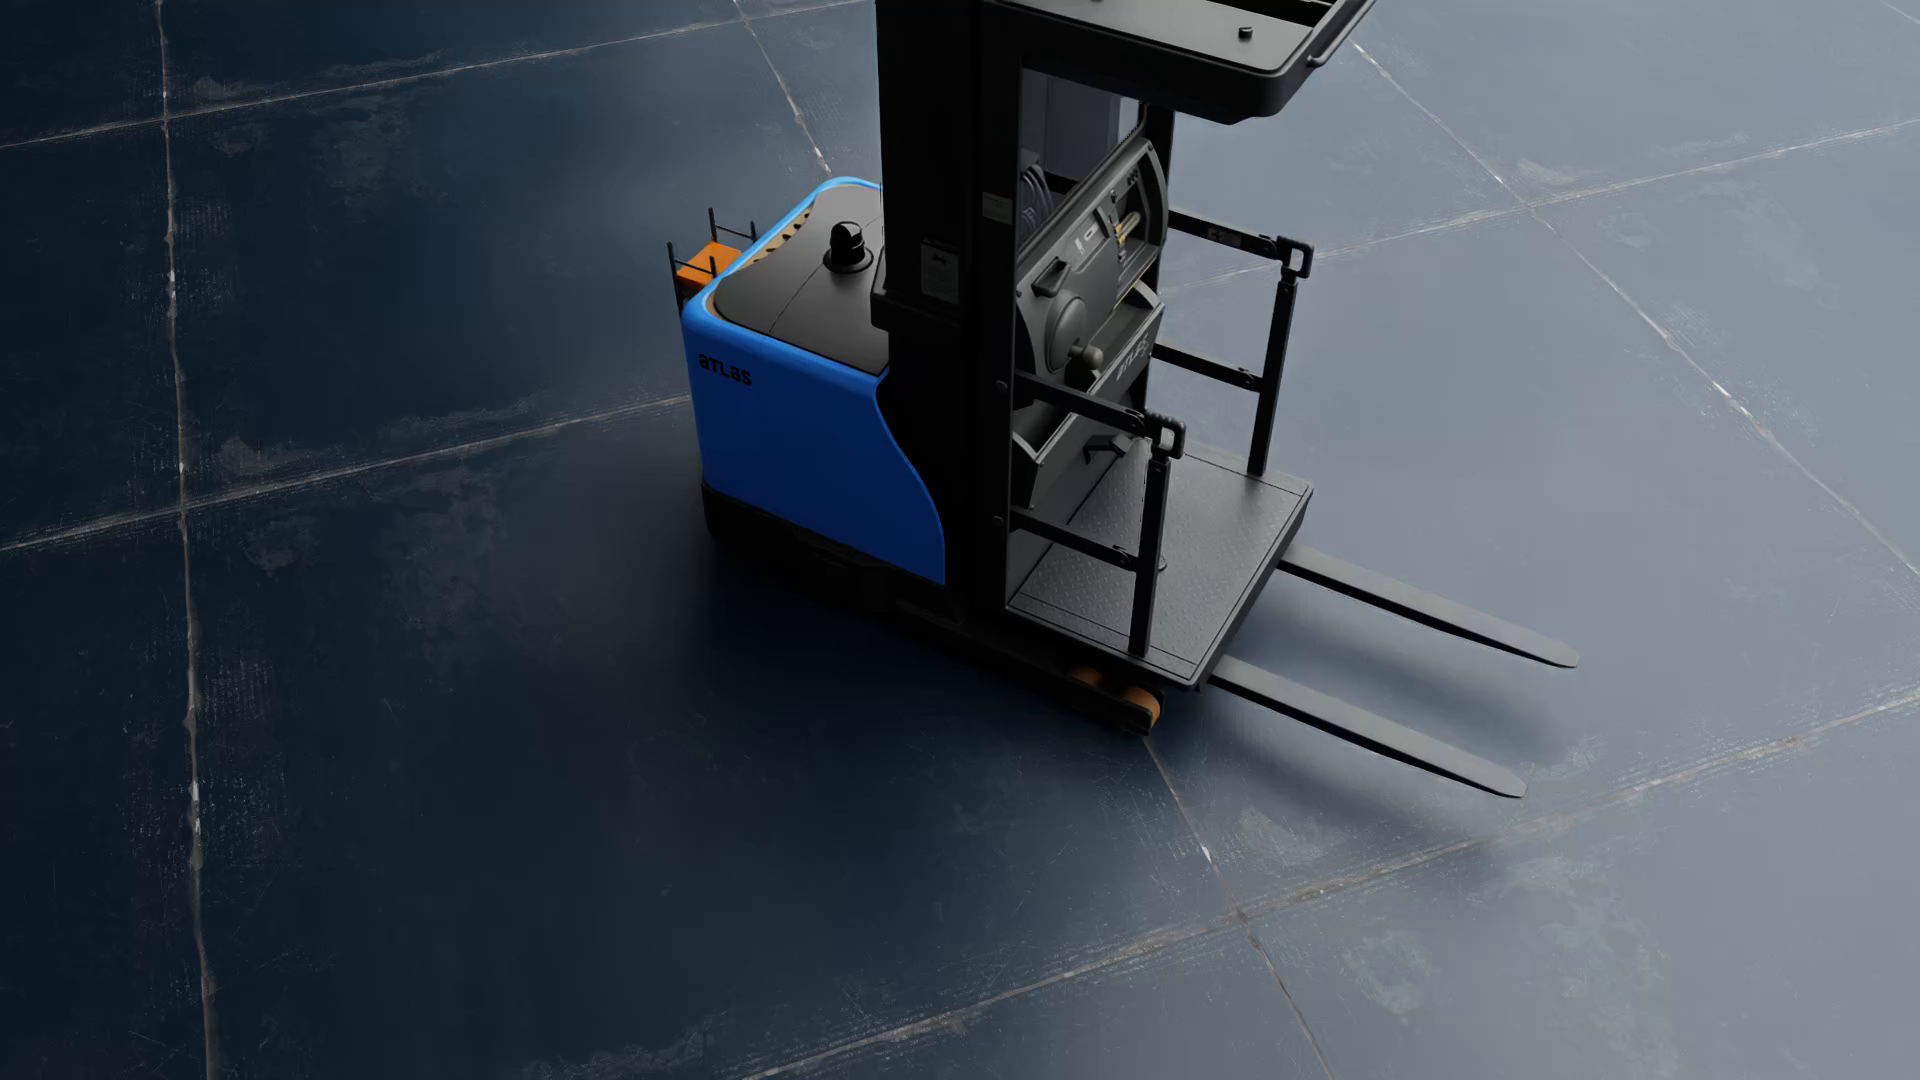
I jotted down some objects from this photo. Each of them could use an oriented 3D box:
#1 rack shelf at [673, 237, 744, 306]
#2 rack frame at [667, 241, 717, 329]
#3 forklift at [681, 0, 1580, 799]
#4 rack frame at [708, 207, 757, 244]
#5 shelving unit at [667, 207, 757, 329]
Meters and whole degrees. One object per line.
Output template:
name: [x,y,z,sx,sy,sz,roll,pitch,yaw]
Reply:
rack shelf: [-0.869,-0.903,6.019,0.215,0.259,0.240,21,49,22]
rack frame: [-0.924,-0.633,6.135,0.200,1.050,0.008,21,49,22]
forklift: [0.590,-0.815,4.993,3.031,2.935,1.130,22,49,20]
rack frame: [-0.803,-0.782,6.285,0.200,1.050,0.008,21,49,22]
shelving unit: [-0.864,-0.708,6.210,0.215,1.050,0.252,21,49,22]
